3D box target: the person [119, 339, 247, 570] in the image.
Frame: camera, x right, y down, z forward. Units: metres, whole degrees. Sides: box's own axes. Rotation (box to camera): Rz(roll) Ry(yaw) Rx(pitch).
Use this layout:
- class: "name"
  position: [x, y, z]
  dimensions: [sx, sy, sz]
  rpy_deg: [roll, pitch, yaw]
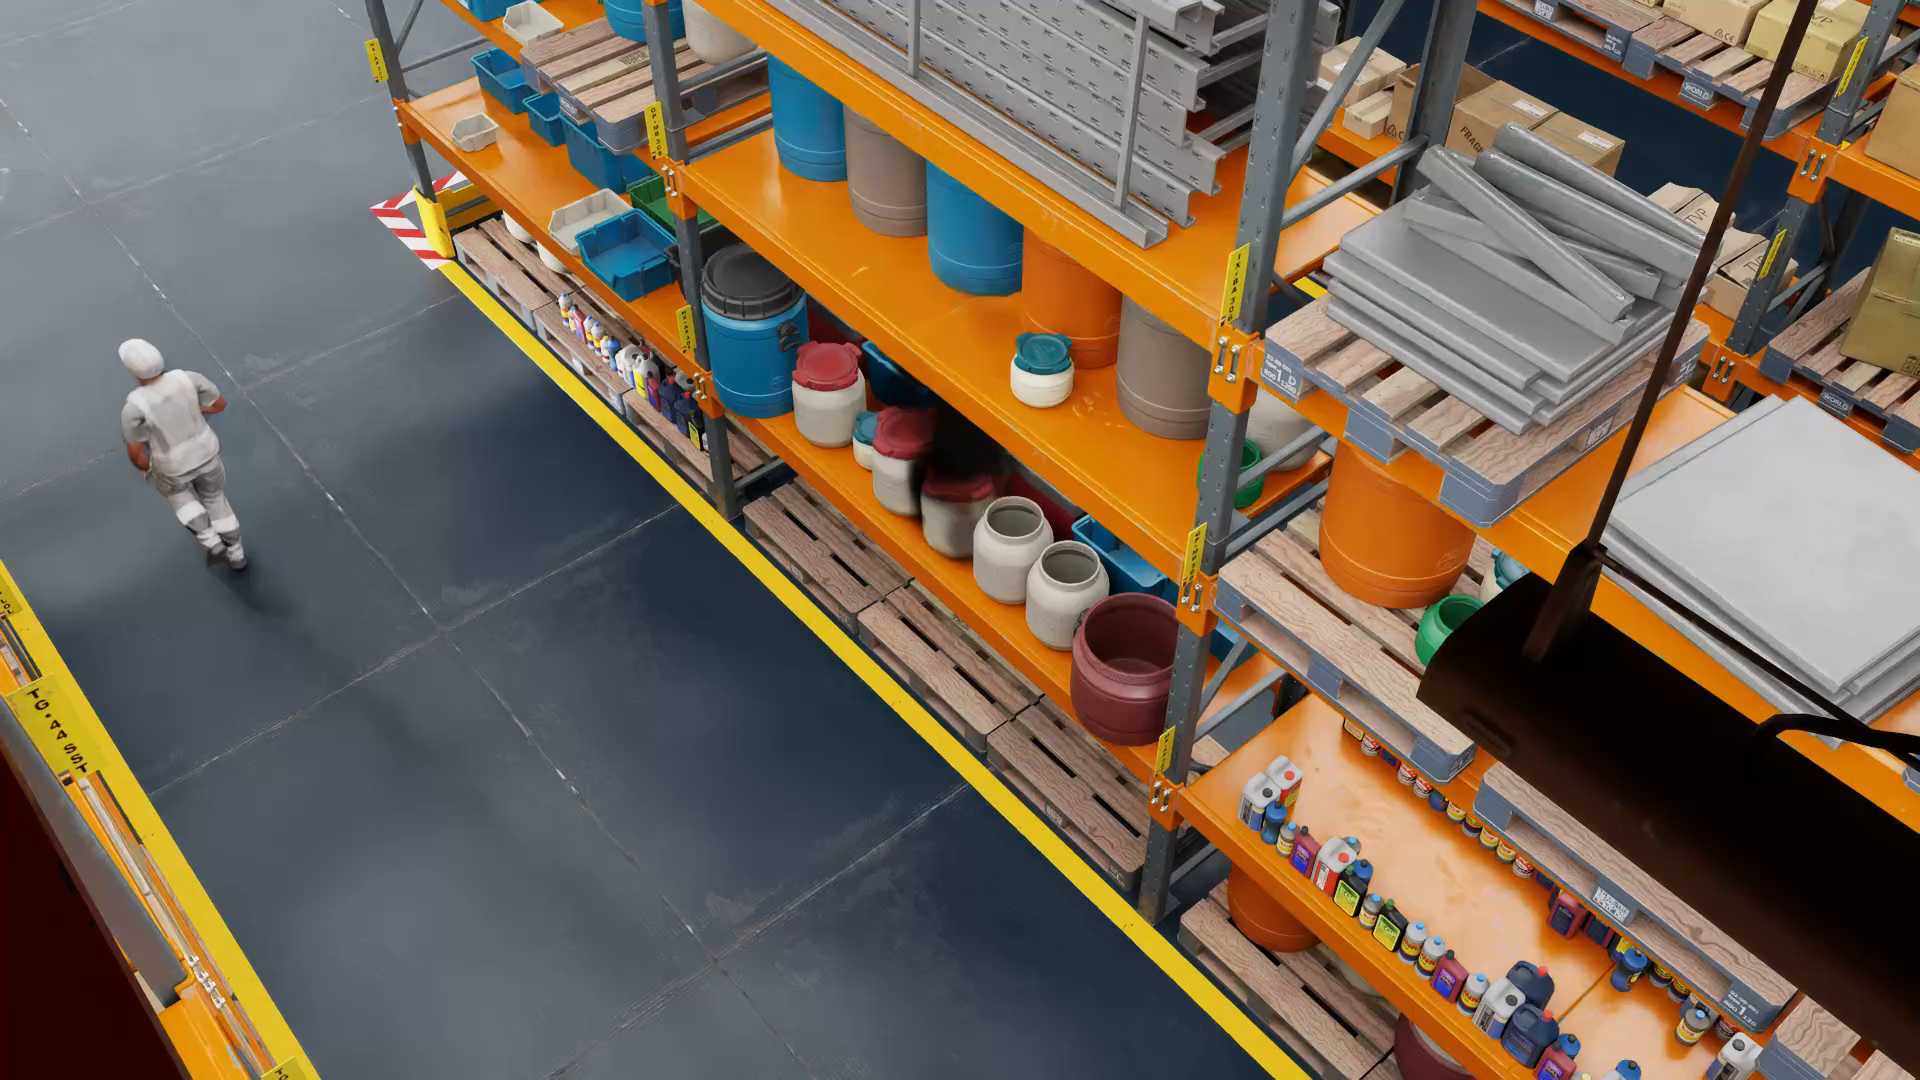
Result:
- class: "person"
  position: [-4.800, -0.550, 10.278]
  dimensions: [0.661, 1.746, 0.573]
  rpy_deg: [-34, 55, -28]
